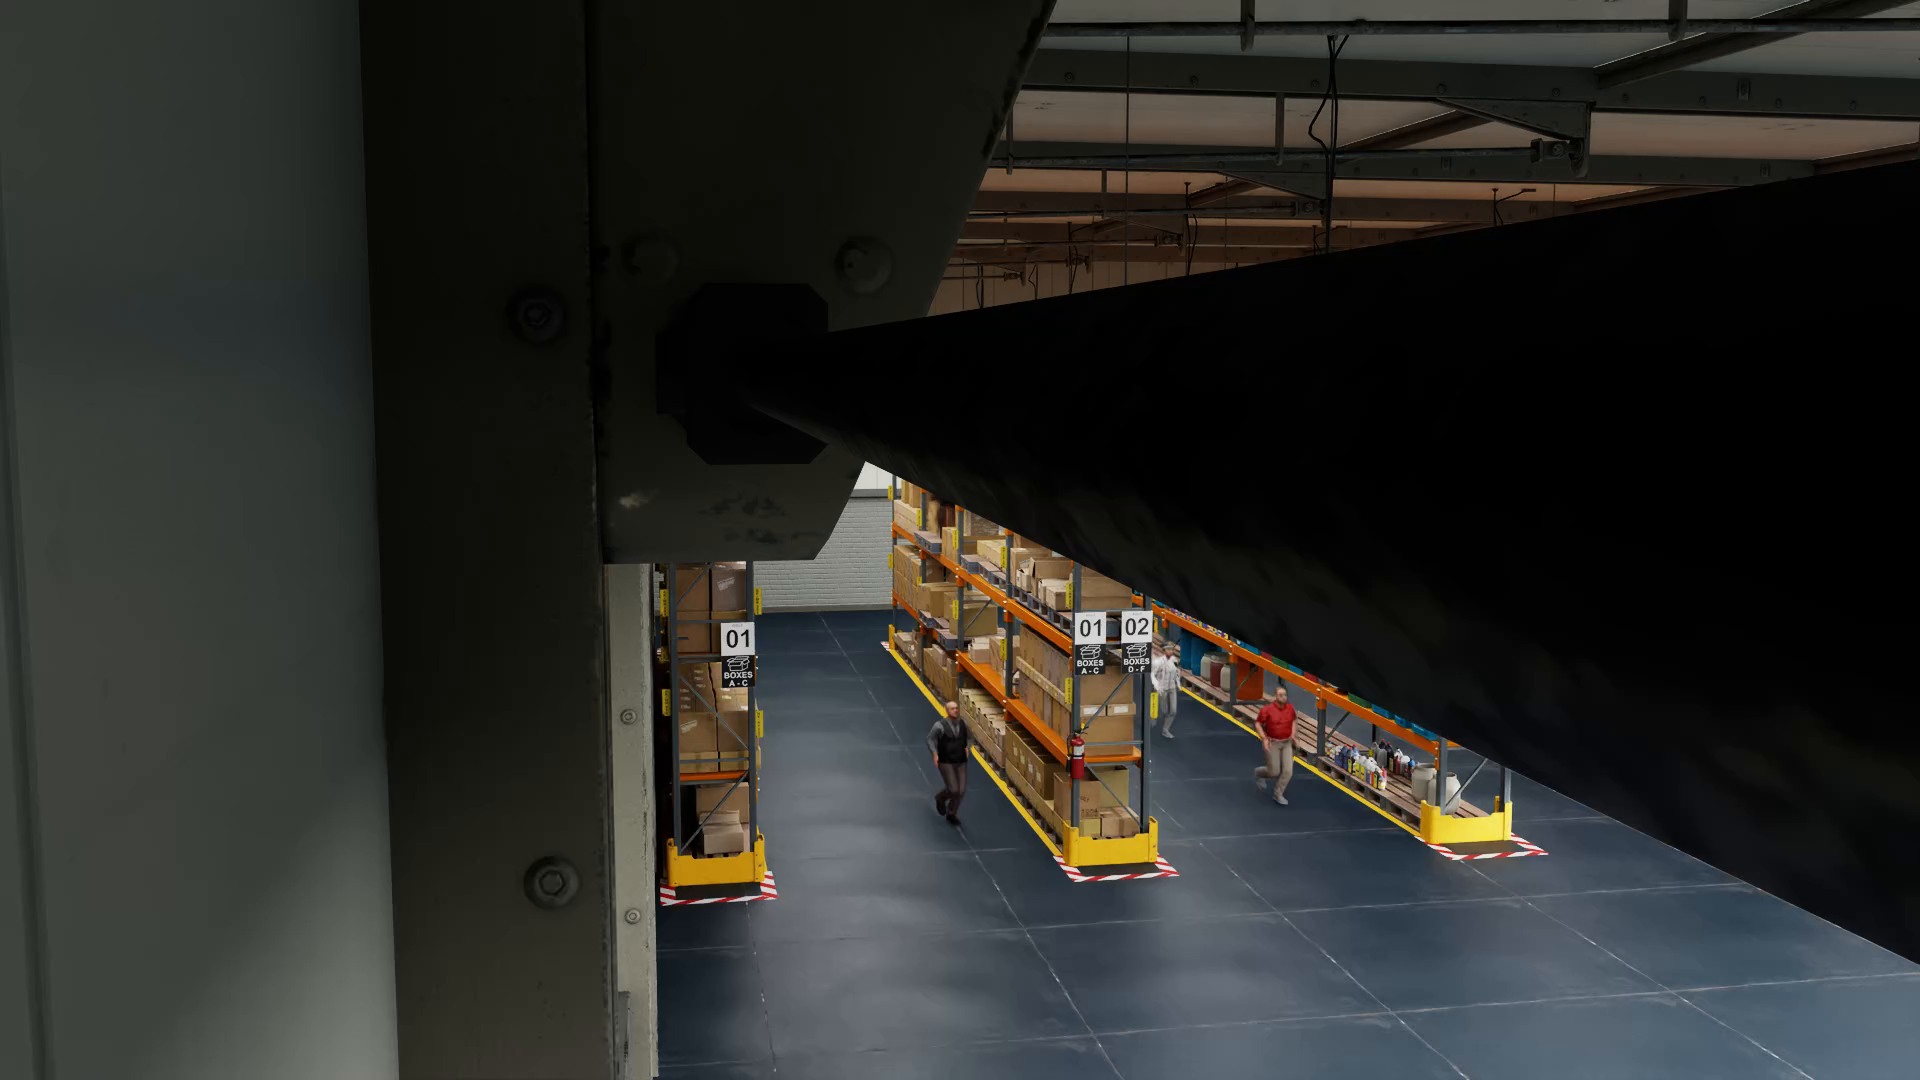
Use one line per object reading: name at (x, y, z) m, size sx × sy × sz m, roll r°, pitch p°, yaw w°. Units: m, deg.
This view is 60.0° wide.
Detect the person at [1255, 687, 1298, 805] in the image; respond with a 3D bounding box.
person at (4.540, 2.924, 23.923) m, size 0.652 × 1.679 × 0.651 m, roll -2°, pitch 6°, yaw -16°

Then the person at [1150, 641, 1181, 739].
person at (3.442, 2.493, 28.048) m, size 0.603 × 1.648 × 0.593 m, roll -3°, pitch 7°, yaw -22°

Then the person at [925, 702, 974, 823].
person at (-0.089, 3.048, 22.694) m, size 0.652 × 1.676 × 0.569 m, roll -3°, pitch 7°, yaw -25°
